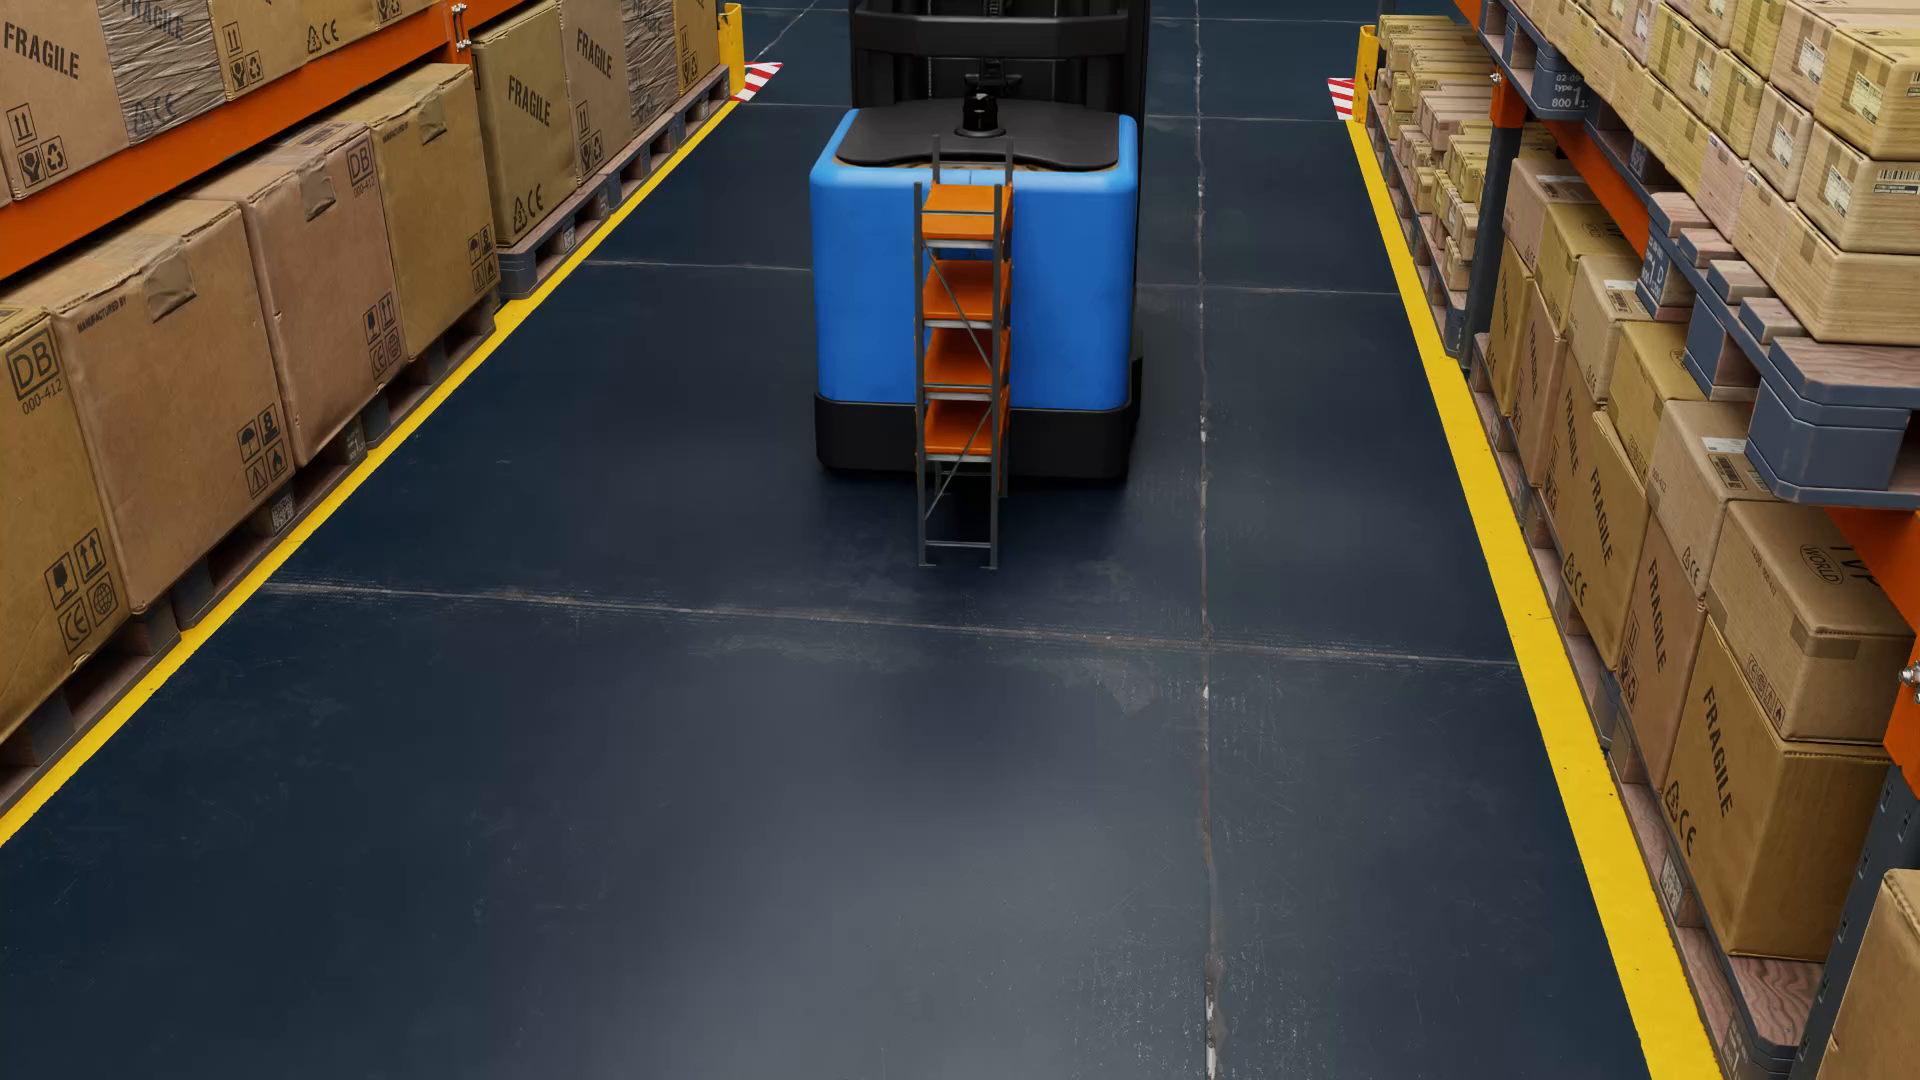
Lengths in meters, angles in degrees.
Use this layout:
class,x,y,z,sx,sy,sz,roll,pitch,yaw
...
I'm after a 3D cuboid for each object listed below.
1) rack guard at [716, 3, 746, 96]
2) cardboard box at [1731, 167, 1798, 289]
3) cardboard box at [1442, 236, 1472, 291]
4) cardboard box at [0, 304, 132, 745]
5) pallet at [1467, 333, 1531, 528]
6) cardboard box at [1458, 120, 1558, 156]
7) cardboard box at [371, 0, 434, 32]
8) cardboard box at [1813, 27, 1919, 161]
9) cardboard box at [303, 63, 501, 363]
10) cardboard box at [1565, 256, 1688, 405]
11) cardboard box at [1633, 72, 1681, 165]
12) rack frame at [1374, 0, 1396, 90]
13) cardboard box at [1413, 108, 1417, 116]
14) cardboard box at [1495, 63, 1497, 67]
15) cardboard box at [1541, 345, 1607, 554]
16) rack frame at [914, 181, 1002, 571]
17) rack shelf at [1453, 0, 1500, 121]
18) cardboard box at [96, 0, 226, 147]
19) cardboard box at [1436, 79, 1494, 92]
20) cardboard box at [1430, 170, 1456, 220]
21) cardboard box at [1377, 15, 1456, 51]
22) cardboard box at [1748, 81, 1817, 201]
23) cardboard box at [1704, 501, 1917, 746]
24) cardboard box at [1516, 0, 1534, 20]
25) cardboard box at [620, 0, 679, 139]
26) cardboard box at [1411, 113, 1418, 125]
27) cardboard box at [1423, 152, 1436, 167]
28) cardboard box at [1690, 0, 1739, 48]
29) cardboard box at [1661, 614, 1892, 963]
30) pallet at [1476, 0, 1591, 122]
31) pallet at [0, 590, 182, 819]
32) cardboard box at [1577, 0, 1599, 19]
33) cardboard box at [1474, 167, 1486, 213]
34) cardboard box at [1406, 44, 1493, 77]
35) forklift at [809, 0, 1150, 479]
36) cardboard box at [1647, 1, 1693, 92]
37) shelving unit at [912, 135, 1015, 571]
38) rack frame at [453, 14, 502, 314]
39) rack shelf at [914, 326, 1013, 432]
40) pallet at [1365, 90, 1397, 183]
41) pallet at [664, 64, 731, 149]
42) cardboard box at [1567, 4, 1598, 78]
class,x,y,z,sx,sy,sz,roll,pitch,yaw
rack guard,-1.965,-3.104,10.485,1.175,0.500,0.348,3,28,6
cardboard box,1.598,-0.542,2.916,0.380,0.149,0.250,3,28,6
cardboard box,2.162,-1.109,6.709,0.380,0.149,0.250,4,29,7
cardboard box,-2.843,-0.001,3.887,1.225,0.875,0.875,2,28,4
pallet,2.358,-0.381,5.734,1.003,0.211,1.213,3,28,6
cardboard box,2.362,-1.707,7.192,0.380,0.149,0.250,4,29,8
cardboard box,-2.244,-2.119,5.915,0.500,0.500,0.500,3,29,6
cardboard box,1.567,-0.686,2.555,0.380,0.149,0.250,2,28,4
cardboard box,-2.517,-1.258,6.220,1.225,0.875,0.875,3,29,6
cardboard box,1.970,-0.566,4.541,0.500,0.250,0.500,4,29,8
cardboard box,1.695,-0.907,3.593,0.380,0.149,0.250,2,28,4
rack frame,2.942,-3.858,9.248,1.000,3.000,0.127,3,28,6
cardboard box,2.514,-2.196,8.413,0.380,0.149,0.250,2,28,4
cardboard box,3.075,-2.534,9.040,0.380,0.149,0.250,3,28,5
cardboard box,1.984,-0.230,4.708,0.500,0.500,0.500,4,29,7
rack frame,-0.006,-0.442,4.806,0.240,1.200,0.015,2,28,5
rack shelf,2.697,-2.600,7.671,1.077,0.370,4.000,3,28,6
cardboard box,-2.435,-1.404,4.589,0.500,0.500,0.500,3,29,6
cardboard box,2.463,-2.078,7.881,0.380,0.149,0.250,3,29,6
cardboard box,2.211,-1.458,7.043,0.380,0.149,0.250,2,28,4
cardboard box,2.541,-2.823,9.262,0.380,0.149,0.250,2,28,4
cardboard box,1.602,-0.682,2.862,0.380,0.149,0.250,4,29,8
cardboard box,1.786,0.156,3.200,0.500,0.250,0.500,3,28,5
cardboard box,1.885,-1.642,4.958,0.380,0.149,0.250,4,29,7
cardboard box,-2.078,-2.709,8.913,0.875,0.875,0.875,3,28,6
cardboard box,2.509,-2.075,8.502,0.380,0.149,0.250,3,29,6
cardboard box,2.387,-1.715,7.834,0.380,0.149,0.250,4,29,7
cardboard box,1.661,-1.053,3.237,0.380,0.149,0.250,4,29,8
cardboard box,1.783,0.499,3.355,0.500,0.500,0.500,3,28,6
pallet,2.214,-1.539,5.147,1.003,0.211,1.213,3,28,6
pallet,-2.777,0.433,4.224,1.003,0.211,1.213,3,28,6
cardboard box,1.792,-1.404,4.201,0.380,0.149,0.250,3,28,5
cardboard box,2.237,-1.349,6.528,0.380,0.149,0.250,4,29,8
cardboard box,2.520,-2.453,8.577,0.380,0.149,0.250,2,28,4
forklift,0.165,-2.161,6.171,1.130,2.935,3.031,2,28,5
cardboard box,1.695,-1.041,3.528,0.380,0.149,0.250,3,28,6
shelving unit,0.016,-0.558,5.020,0.258,1.200,0.503,2,28,5
rack frame,-2.458,-2.311,6.377,1.000,3.000,0.127,3,28,6
rack shelf,0.016,-0.498,5.052,0.258,0.148,0.480,2,28,5
pallet,2.798,-2.214,9.137,1.003,0.211,1.213,3,28,6
pallet,-1.988,-2.585,9.826,1.003,0.211,1.213,3,28,6
cardboard box,1.793,-1.276,4.277,0.380,0.149,0.250,3,28,5
